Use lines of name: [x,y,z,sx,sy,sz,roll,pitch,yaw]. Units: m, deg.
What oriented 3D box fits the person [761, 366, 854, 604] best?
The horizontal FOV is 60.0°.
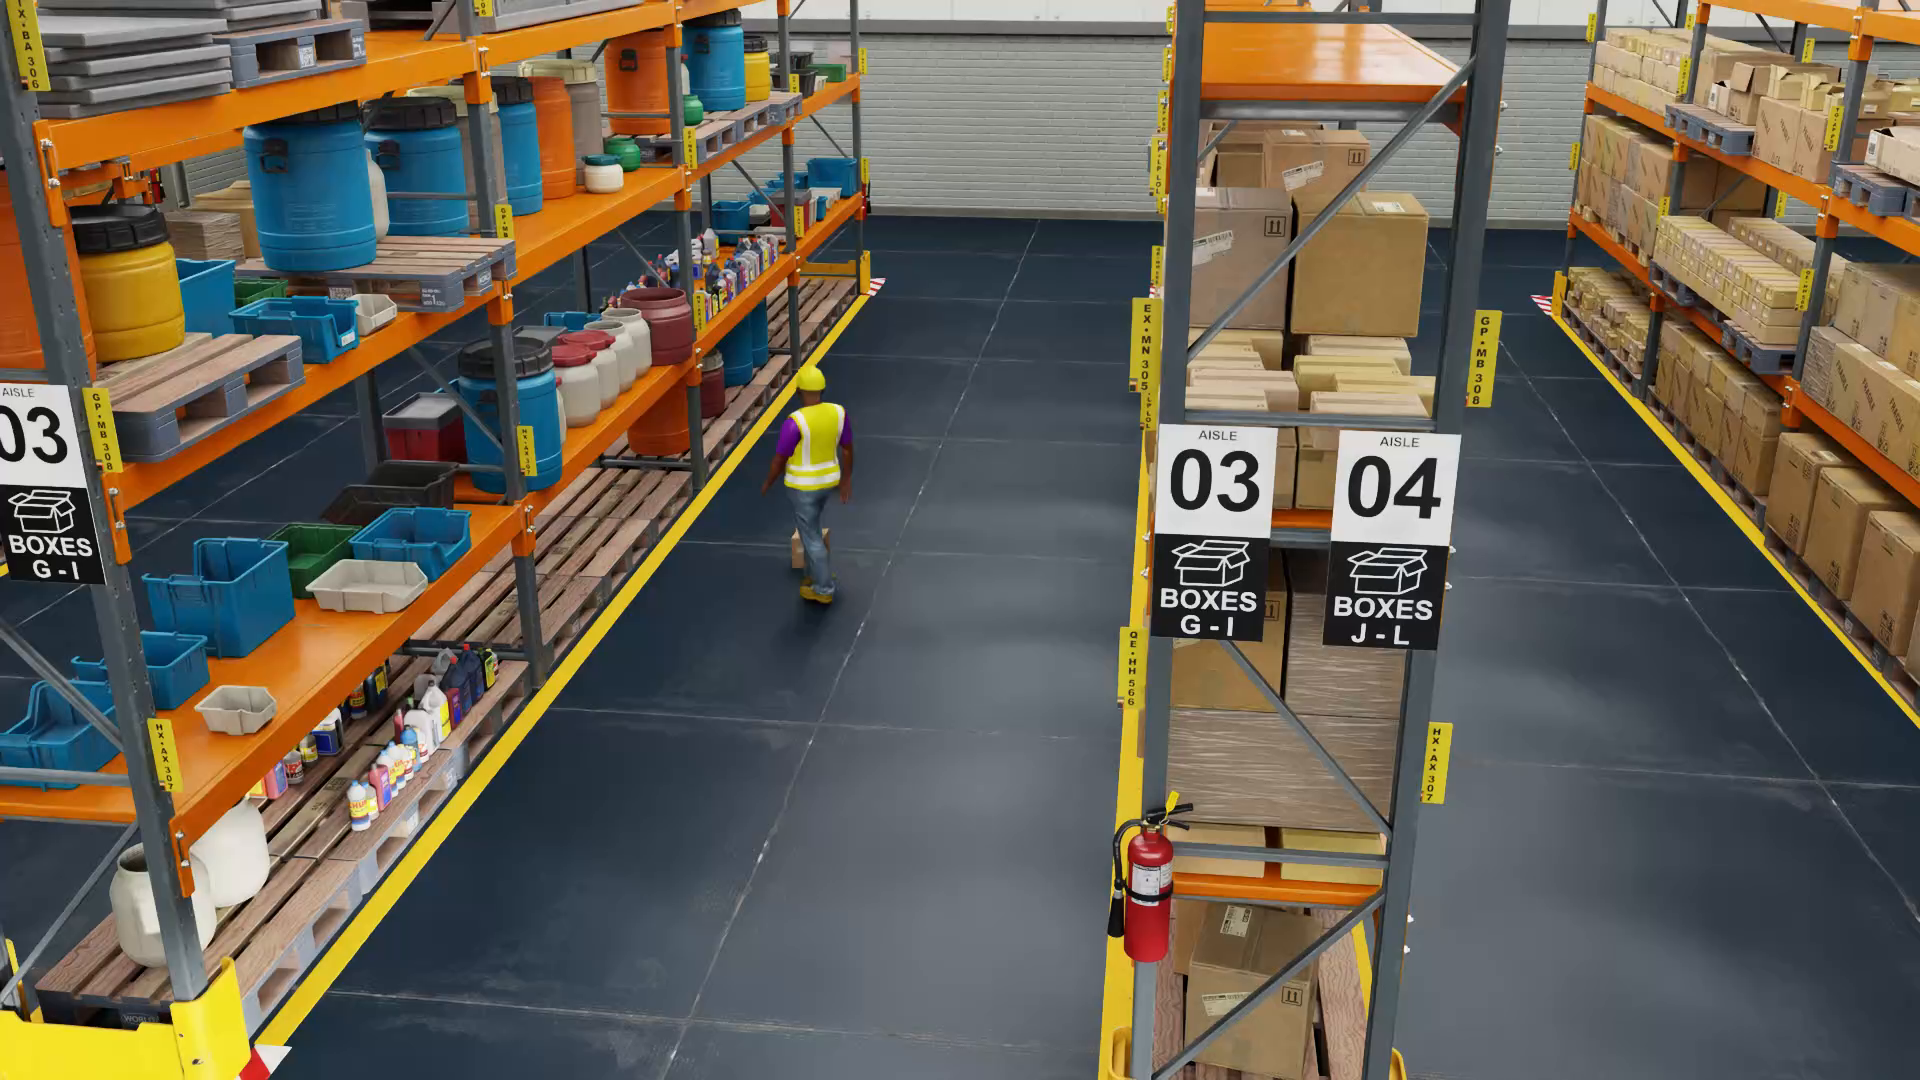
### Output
person: [-1.104,-0.374,12.093,0.529,1.850,0.589,18,28,39]
